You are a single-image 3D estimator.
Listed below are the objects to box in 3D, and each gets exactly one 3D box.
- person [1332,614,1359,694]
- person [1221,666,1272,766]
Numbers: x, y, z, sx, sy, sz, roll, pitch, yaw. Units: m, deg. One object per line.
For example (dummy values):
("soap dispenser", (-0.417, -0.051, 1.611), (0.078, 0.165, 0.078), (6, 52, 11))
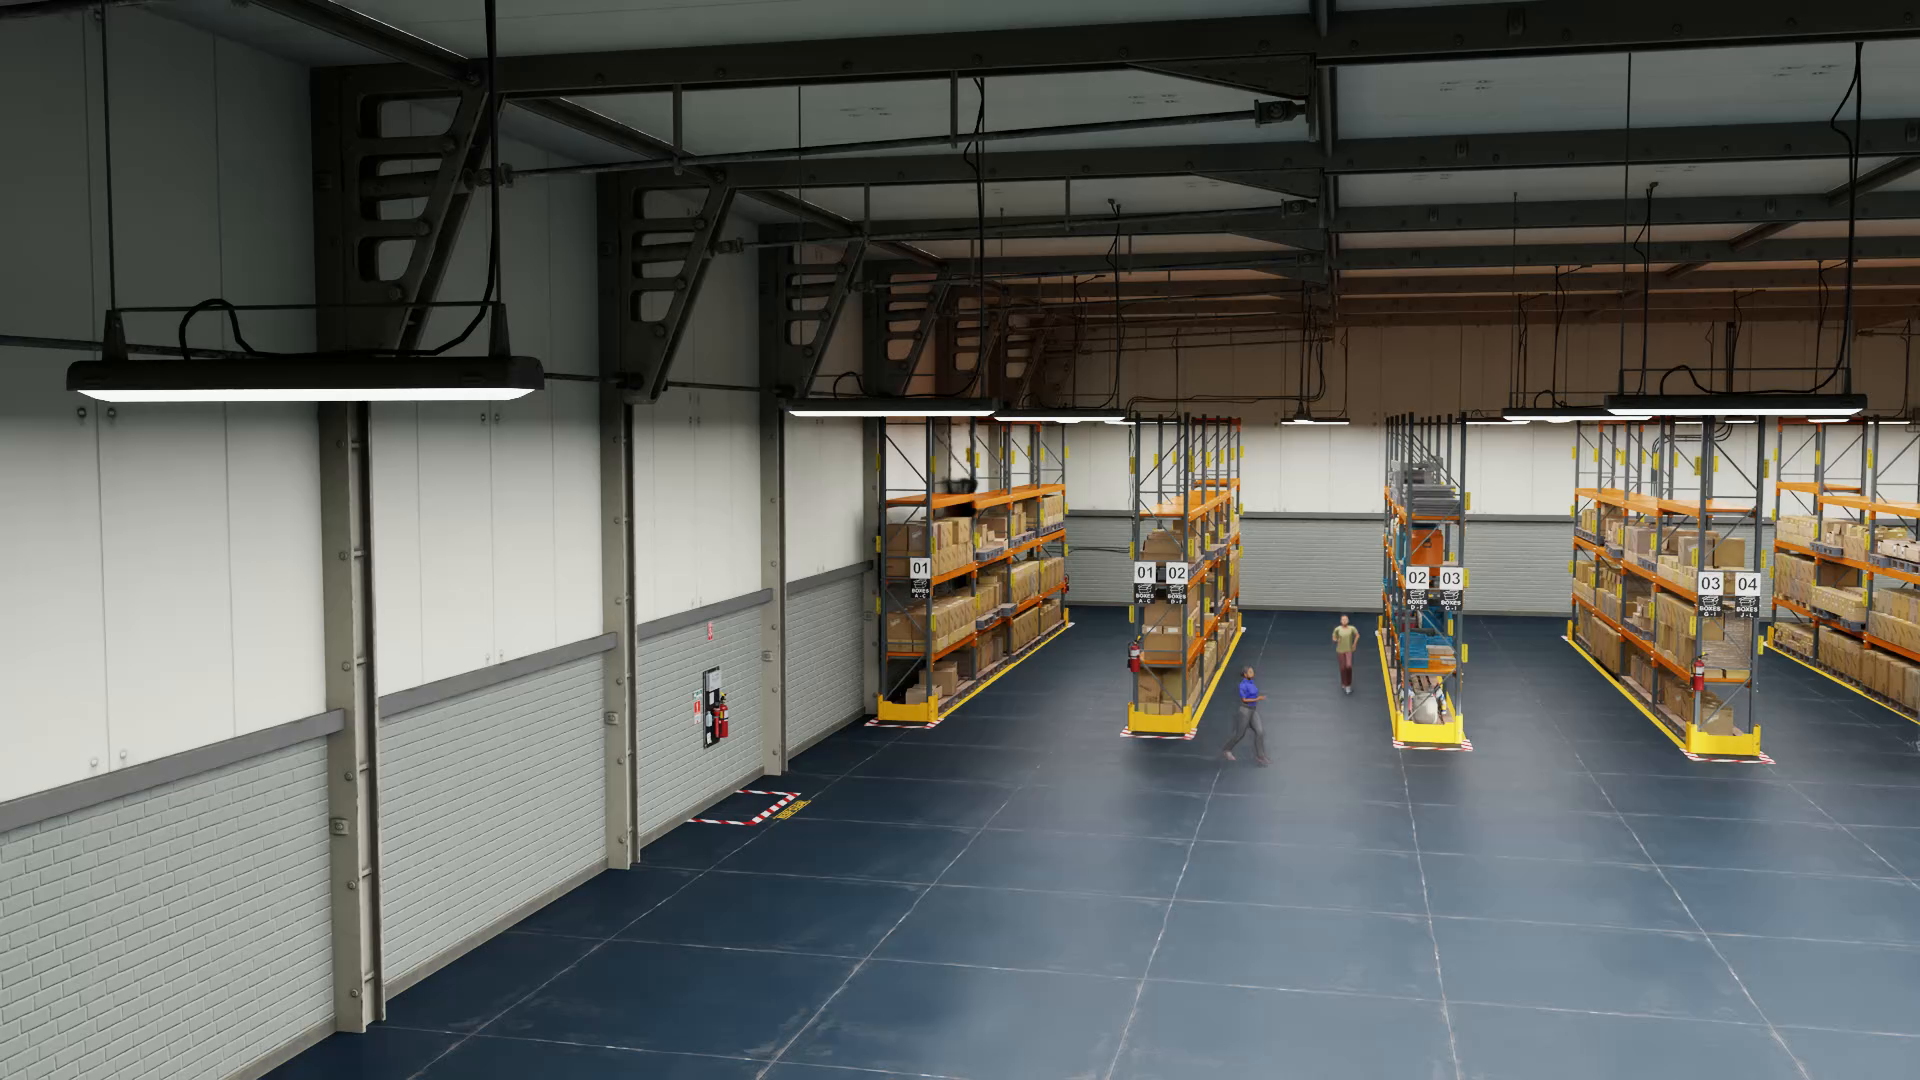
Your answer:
("person", (8.342, 2.459, 36.047), (0.557, 1.715, 0.716), (1, 4, 18))
("person", (4.872, 2.969, 28.226), (0.884, 1.680, 0.563), (3, 5, 37))
